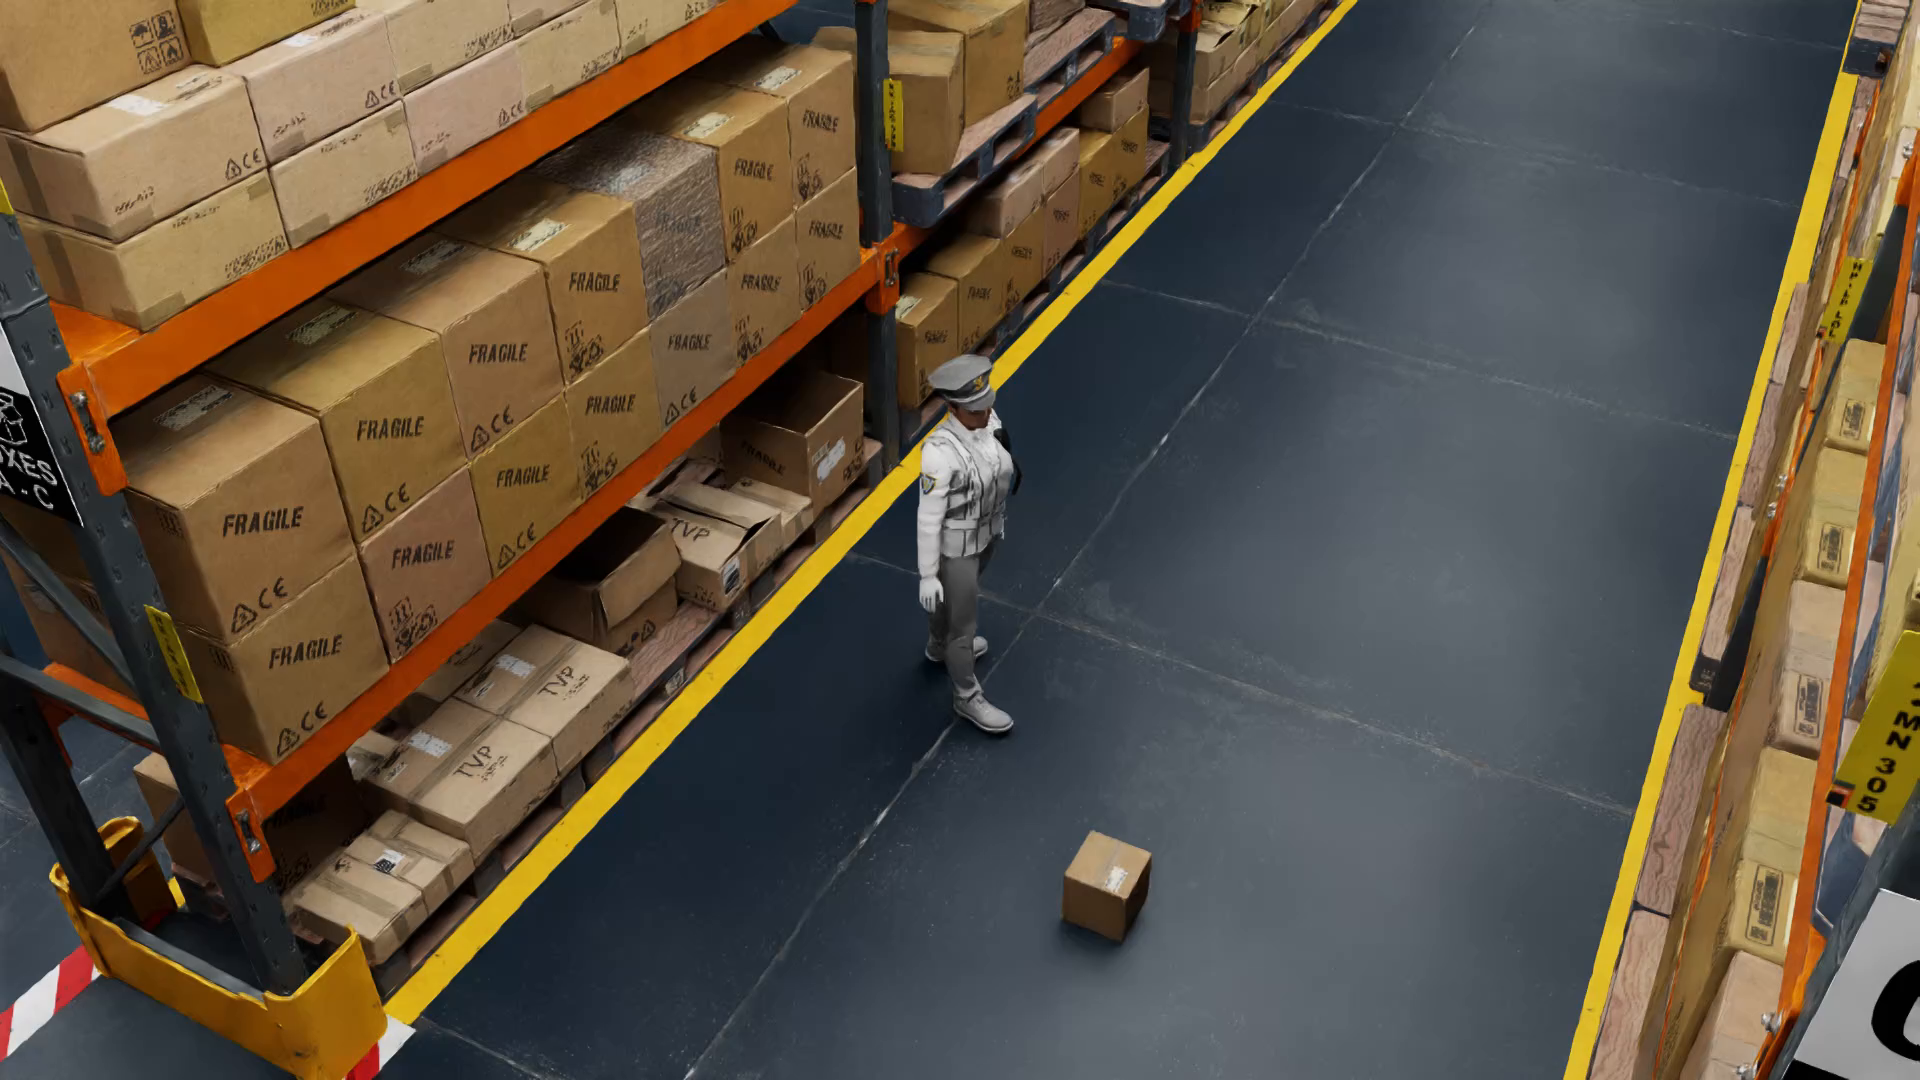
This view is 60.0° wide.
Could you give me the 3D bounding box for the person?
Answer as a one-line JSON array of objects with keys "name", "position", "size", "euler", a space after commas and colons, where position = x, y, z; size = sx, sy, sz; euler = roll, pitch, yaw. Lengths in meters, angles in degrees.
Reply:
[{"name": "person", "position": [0.027, 0.012, 6.694], "size": [0.561, 1.665, 0.643], "euler": [19, 42, 23]}]
